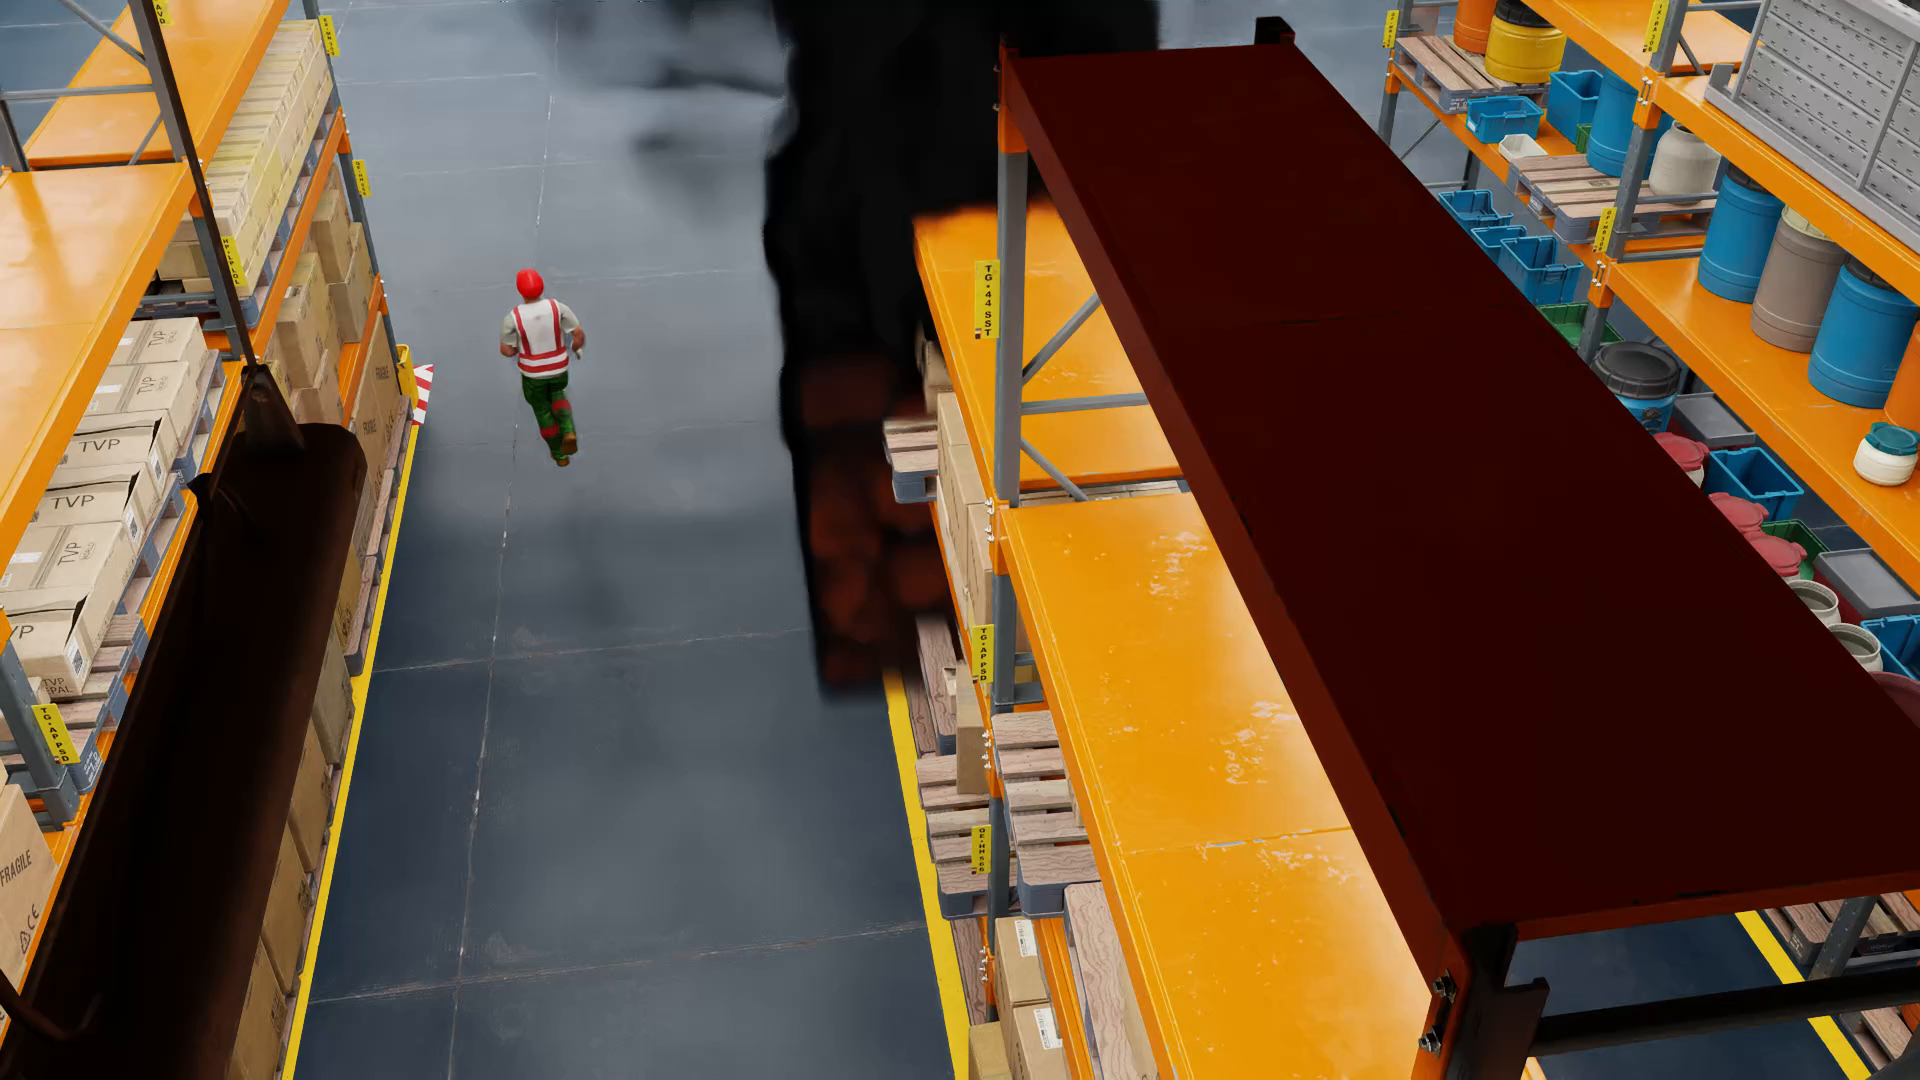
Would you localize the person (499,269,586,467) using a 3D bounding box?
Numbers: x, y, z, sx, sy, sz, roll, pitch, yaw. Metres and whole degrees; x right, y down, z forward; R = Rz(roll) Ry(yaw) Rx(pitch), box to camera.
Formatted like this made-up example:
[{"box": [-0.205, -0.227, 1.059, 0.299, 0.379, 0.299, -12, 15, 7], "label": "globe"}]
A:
[{"box": [-3.361, -1.415, 13.417, 0.656, 1.751, 0.540, -16, 39, -20], "label": "person"}]
